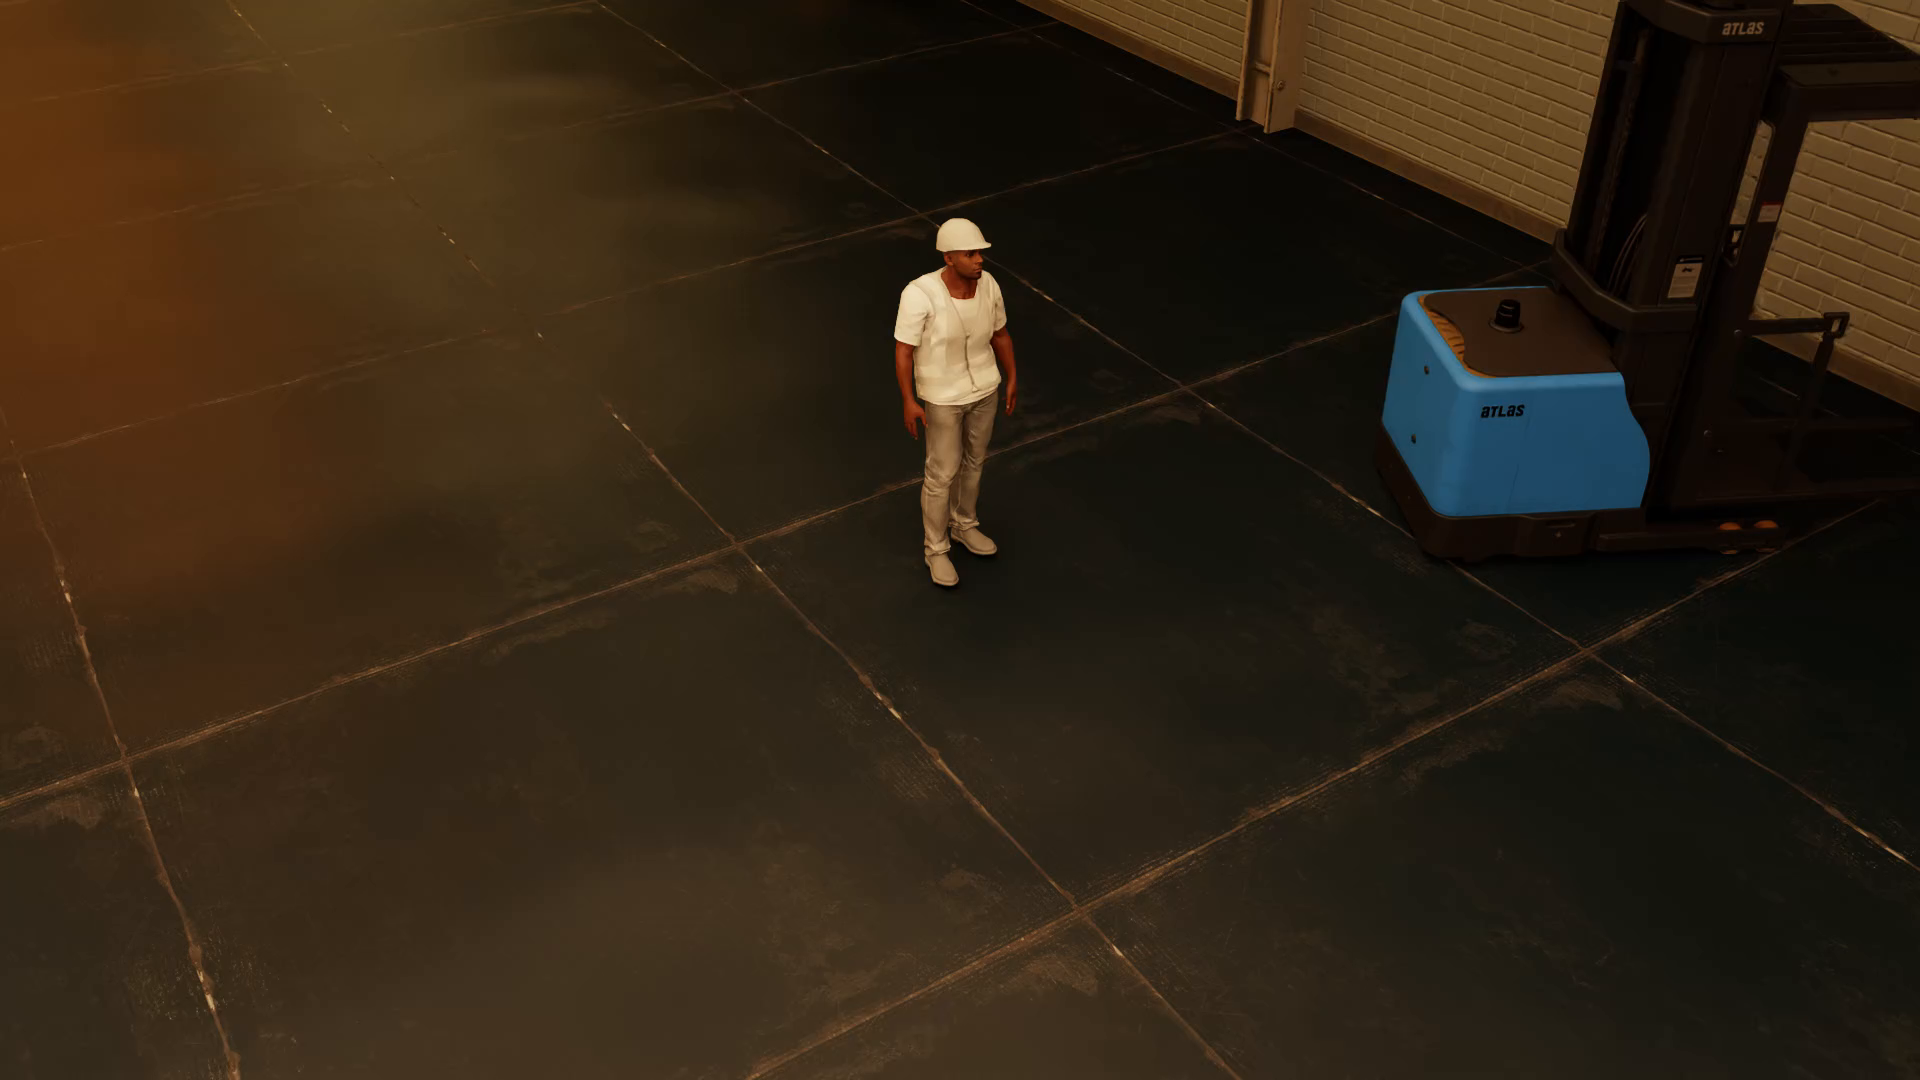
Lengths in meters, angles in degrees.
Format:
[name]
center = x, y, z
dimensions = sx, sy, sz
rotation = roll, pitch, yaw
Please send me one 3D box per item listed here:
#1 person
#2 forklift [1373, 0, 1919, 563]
[person]
center = 0.033, -0.691, 8.137
dimensions = 0.666, 1.759, 0.577
rotation = -21, 40, -27
[forklift]
center = 3.835, -1.426, 8.177
dimensions = 3.031, 2.935, 1.130
rotation = -3, 35, -4
